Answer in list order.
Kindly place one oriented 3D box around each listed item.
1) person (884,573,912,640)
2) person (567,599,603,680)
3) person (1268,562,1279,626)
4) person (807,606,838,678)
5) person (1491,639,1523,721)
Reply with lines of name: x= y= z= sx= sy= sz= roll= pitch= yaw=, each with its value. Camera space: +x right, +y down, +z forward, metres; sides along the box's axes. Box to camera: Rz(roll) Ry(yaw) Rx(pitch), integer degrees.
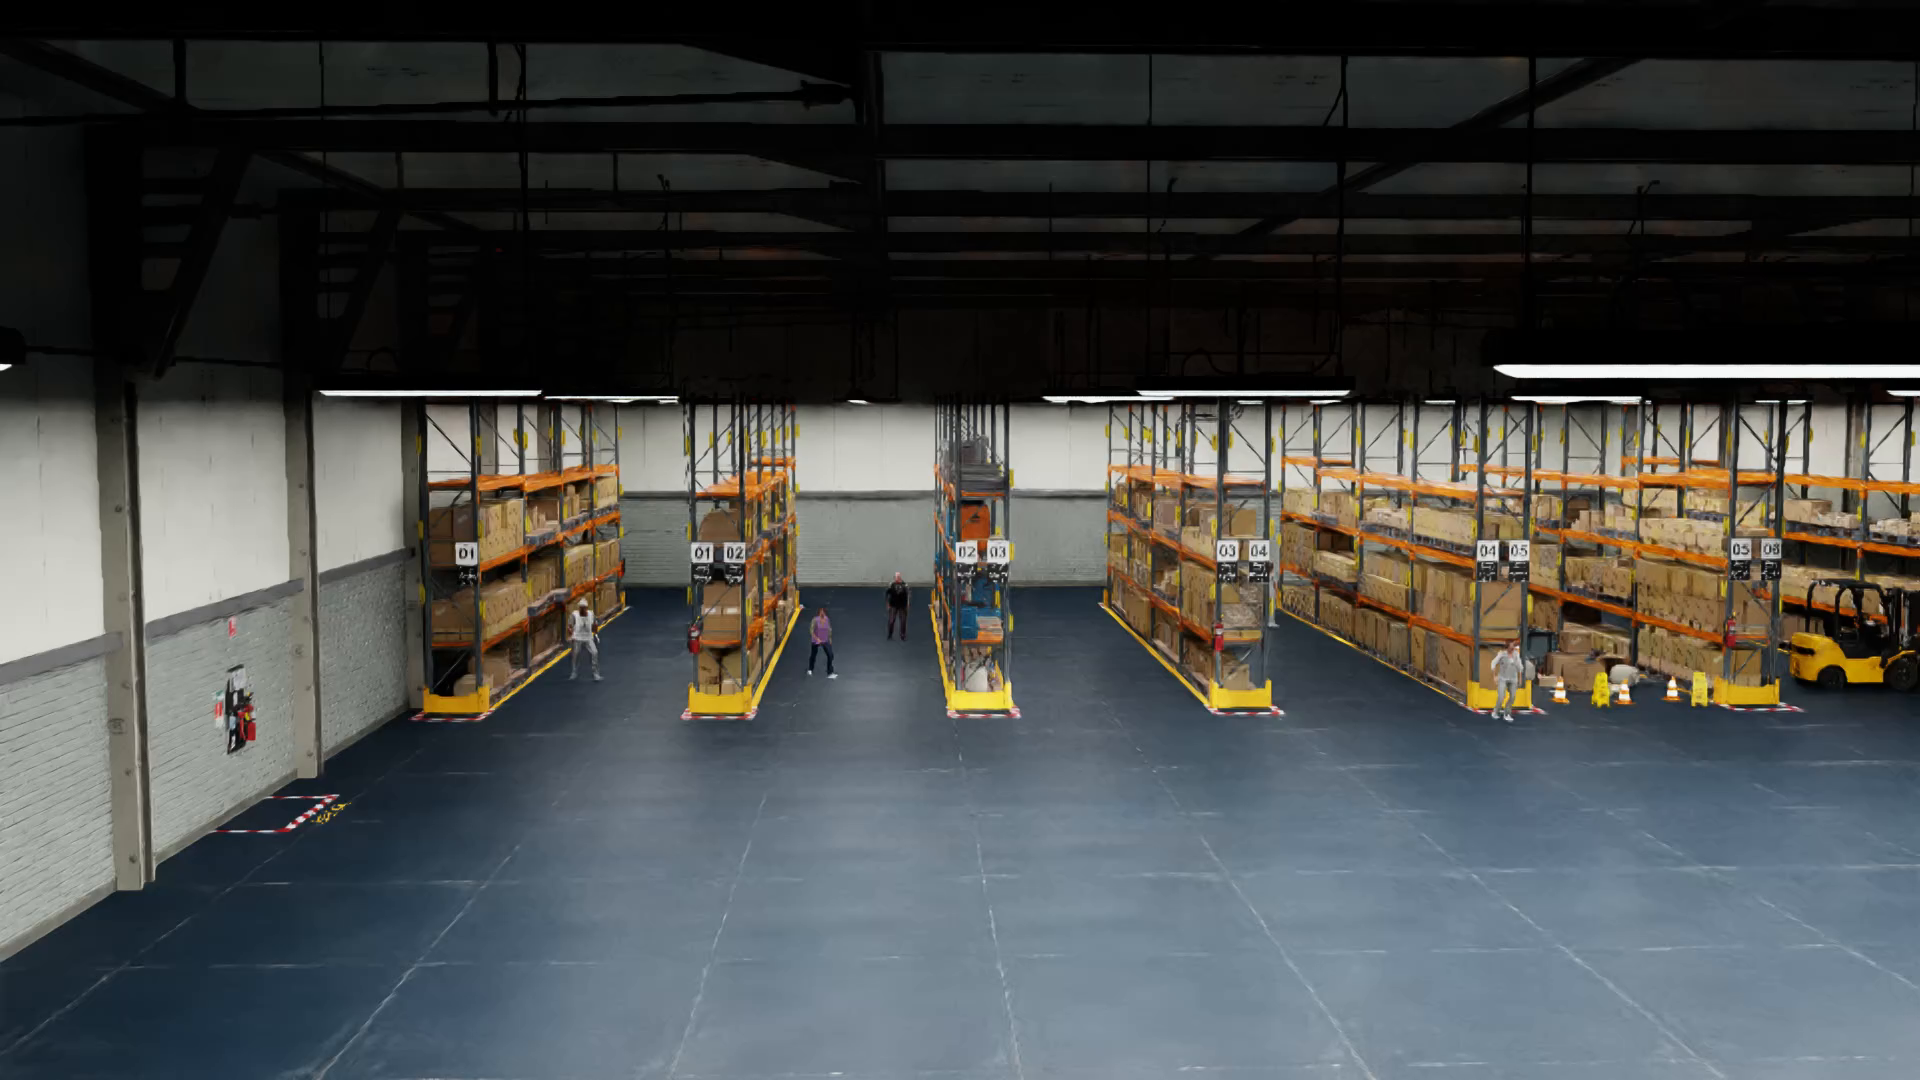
person: x=-1.525 y=1.625 z=40.852 sx=0.677 sy=1.671 sz=0.534 roll=0 pitch=5 yaw=-3
person: x=-7.879 y=2.069 z=34.789 sx=0.696 sy=1.716 sz=0.832 roll=-2 pitch=5 yaw=-20
person: x=8.133 y=1.395 z=43.438 sx=0.432 sy=1.677 sz=0.496 roll=-3 pitch=5 yaw=-33
person: x=-2.946 y=2.133 z=35.139 sx=0.561 sy=1.525 sz=0.784 roll=-2 pitch=5 yaw=-20
person: x=9.942 y=2.541 z=30.264 sx=0.566 sy=1.531 sz=0.516 roll=0 pitch=5 yaw=-4
